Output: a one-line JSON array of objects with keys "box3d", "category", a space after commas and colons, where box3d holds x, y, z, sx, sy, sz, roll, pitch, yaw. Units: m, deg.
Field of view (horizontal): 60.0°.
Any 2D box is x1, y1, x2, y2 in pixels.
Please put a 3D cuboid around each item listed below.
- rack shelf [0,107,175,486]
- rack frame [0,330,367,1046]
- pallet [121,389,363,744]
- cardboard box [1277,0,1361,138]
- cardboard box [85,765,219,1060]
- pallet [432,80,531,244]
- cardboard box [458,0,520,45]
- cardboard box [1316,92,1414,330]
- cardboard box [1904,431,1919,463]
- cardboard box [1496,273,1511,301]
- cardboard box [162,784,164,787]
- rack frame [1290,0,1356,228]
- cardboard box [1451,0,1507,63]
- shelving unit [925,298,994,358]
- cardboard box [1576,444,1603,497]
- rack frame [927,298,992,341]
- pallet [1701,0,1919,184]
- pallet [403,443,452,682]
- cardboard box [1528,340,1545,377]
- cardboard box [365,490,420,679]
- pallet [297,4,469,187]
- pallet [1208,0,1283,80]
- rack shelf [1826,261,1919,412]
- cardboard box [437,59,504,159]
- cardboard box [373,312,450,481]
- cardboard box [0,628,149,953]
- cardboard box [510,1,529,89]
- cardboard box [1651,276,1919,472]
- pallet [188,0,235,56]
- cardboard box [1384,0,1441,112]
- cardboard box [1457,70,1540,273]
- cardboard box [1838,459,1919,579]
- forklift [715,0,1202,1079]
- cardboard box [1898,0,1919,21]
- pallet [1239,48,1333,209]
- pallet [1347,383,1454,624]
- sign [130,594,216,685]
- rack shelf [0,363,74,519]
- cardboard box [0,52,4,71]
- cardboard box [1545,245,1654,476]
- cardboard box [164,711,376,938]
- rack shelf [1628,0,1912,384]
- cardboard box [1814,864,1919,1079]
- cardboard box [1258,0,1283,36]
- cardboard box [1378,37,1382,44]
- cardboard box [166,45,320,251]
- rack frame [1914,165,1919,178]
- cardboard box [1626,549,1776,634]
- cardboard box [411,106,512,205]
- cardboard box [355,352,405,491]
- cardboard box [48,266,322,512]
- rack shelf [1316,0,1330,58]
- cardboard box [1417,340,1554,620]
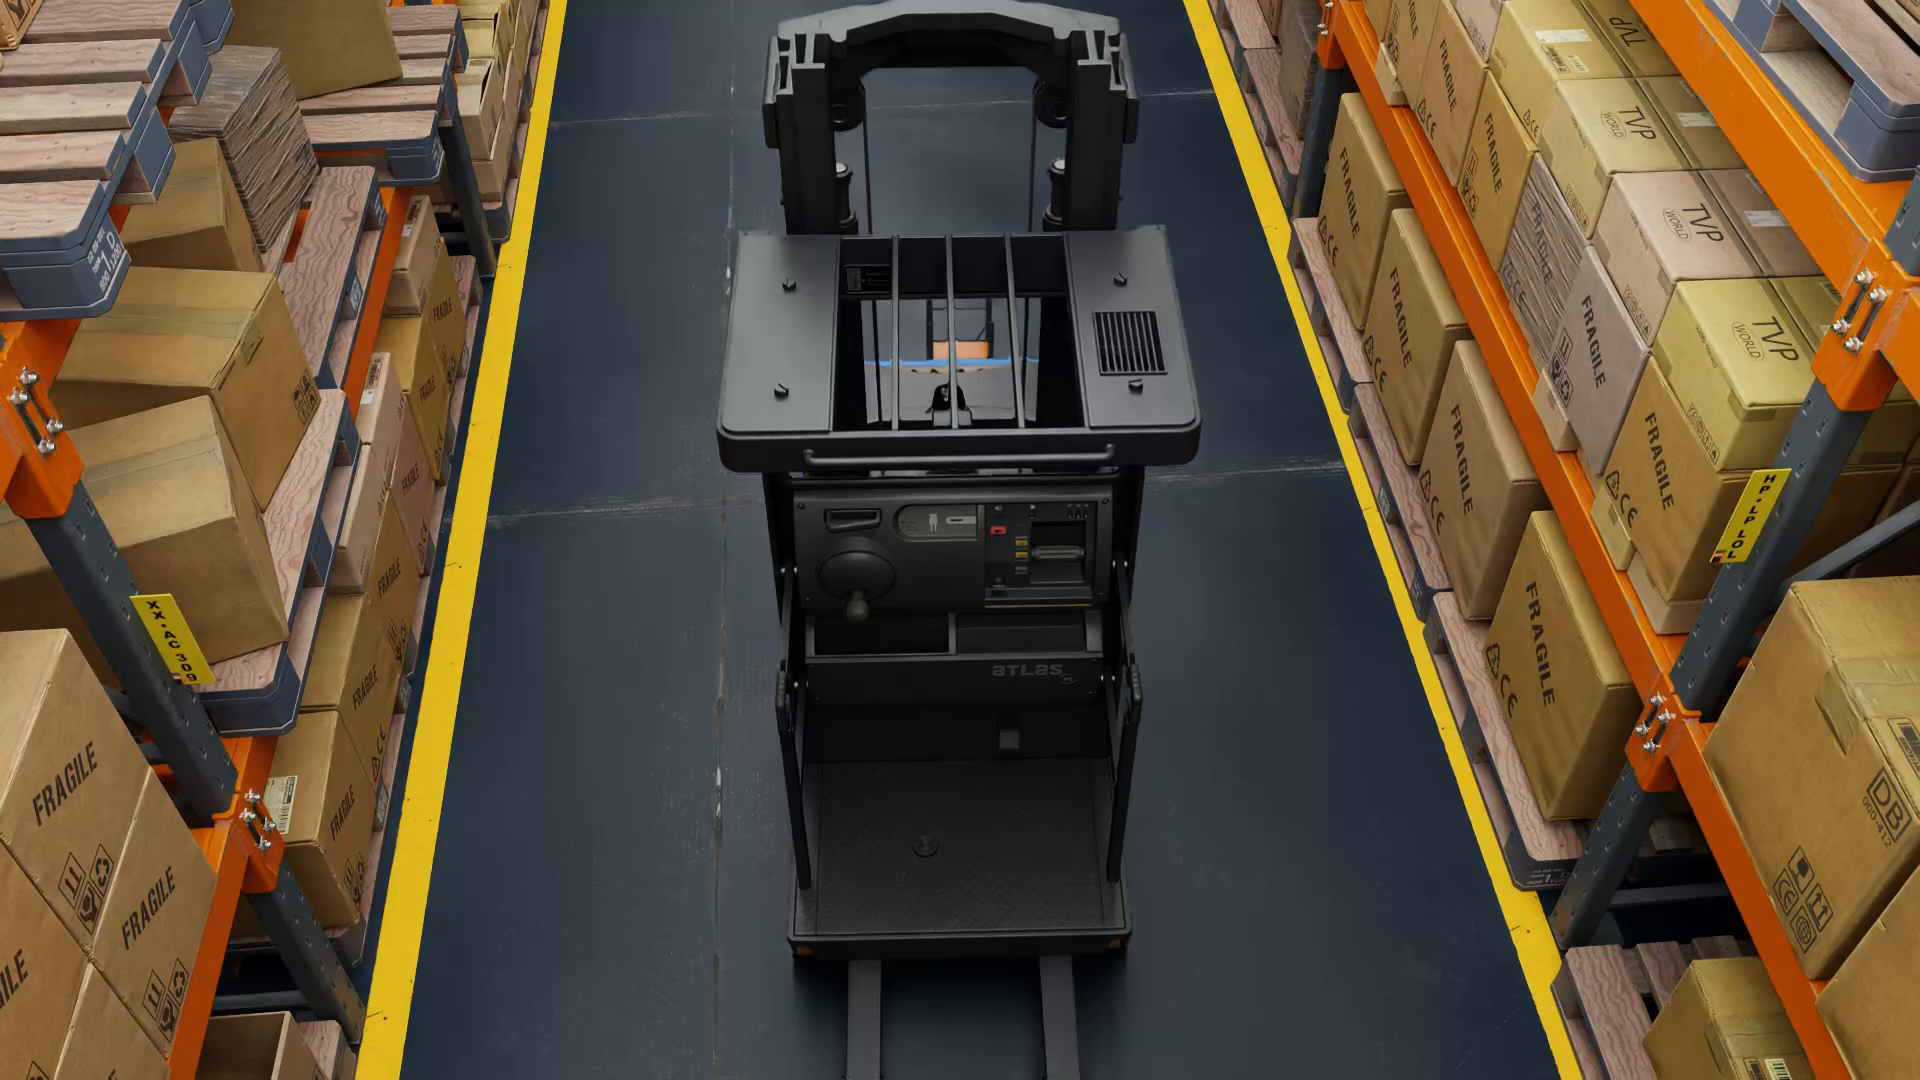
[{"box3d": [-2.599, -1.653, 4.815, 1.077, 0.370, 4.000, -3, 47, -3], "category": "rack shelf"}, {"box3d": [-2.431, 0.578, 4.273, 1.000, 3.000, 0.127, -3, 47, -3], "category": "rack frame"}, {"box3d": [-2.389, 0.059, 4.896, 1.003, 0.211, 1.213, -3, 47, -3], "category": "pallet"}, {"box3d": [2.058, -2.429, 8.540, 0.700, 0.500, 0.500, -3, 47, -3], "category": "cardboard box"}, {"box3d": [-2.134, 0.890, 3.909, 0.500, 0.500, 0.500, -3, 47, -3], "category": "cardboard box"}, {"box3d": [-2.796, -1.955, 8.593, 1.003, 0.211, 1.213, -3, 47, -3], "category": "pallet"}, {"box3d": [-2.610, -2.853, 8.741, 0.500, 0.311, 0.500, -5, 47, -4], "category": "cardboard box"}, {"box3d": [2.101, -1.485, 7.418, 0.750, 0.750, 0.750, -4, 47, -4], "category": "cardboard box"}, {"box3d": [2.726, -0.476, 4.467, 0.500, 0.250, 0.500, -2, 47, -2], "category": "cardboard box"}, {"box3d": [2.121, -0.988, 5.916, 0.380, 0.149, 0.250, -2, 47, -2], "category": "cardboard box"}, {"box3d": [-2.758, 0.947, 5.342, 0.500, 0.500, 0.500, -4, 47, -4], "category": "cardboard box"}, {"box3d": [2.170, -2.620, 7.301, 1.000, 3.000, 0.127, -3, 47, -3], "category": "rack frame"}, {"box3d": [2.042, -1.927, 5.841, 0.500, 0.250, 0.500, -3, 47, -3], "category": "cardboard box"}, {"box3d": [-0.001, -0.440, 6.477, 0.258, 1.200, 0.189, -1, 47, -1], "category": "shelving unit"}, {"box3d": [2.173, -0.245, 5.212, 0.380, 0.149, 0.250, -2, 47, -2], "category": "cardboard box"}, {"box3d": [-0.003, -0.506, 6.540, 0.240, 1.200, 0.006, -1, 47, -1], "category": "rack frame"}, {"box3d": [2.379, -1.352, 4.166, 0.805, 0.209, 1.217, -5, 47, -5], "category": "pallet"}, {"box3d": [-2.642, 0.066, 6.678, 1.003, 0.211, 1.213, -3, 47, -3], "category": "pallet"}, {"box3d": [2.138, -0.613, 5.561, 0.380, 0.149, 0.250, -3, 47, -3], "category": "cardboard box"}, {"box3d": [-2.319, 0.174, 6.074, 0.500, 0.500, 0.500, -3, 47, -3], "category": "cardboard box"}, {"box3d": [-2.640, -1.764, 6.623, 1.213, 0.211, 1.003, -3, 47, -3], "category": "pallet"}, {"box3d": [2.007, -3.107, 9.684, 1.003, 0.211, 1.213, -3, 47, -3], "category": "pallet"}, {"box3d": [2.672, 0.937, 2.362, 1.077, 0.370, 4.000, -3, 47, -3], "category": "rack shelf"}, {"box3d": [-2.517, -2.104, 8.032, 0.500, 0.311, 0.500, -2, 47, -2], "category": "cardboard box"}, {"box3d": [-2.411, -0.571, 6.780, 0.500, 0.500, 0.500, -5, 47, -5], "category": "cardboard box"}, {"box3d": [-2.131, 0.550, 3.542, 0.500, 0.500, 0.500, -3, 47, -3], "category": "cardboard box"}, {"box3d": [-2.610, -2.651, 8.936, 0.500, 0.250, 0.500, -5, 47, -4], "category": "cardboard box"}, {"box3d": [2.211, -0.449, 4.442, 0.500, 0.250, 0.500, -2, 47, -2], "category": "cardboard box"}, {"box3d": [-2.506, -1.615, 4.413, 1.213, 0.211, 1.003, -3, 47, -3], "category": "pallet"}, {"box3d": [1.990, -2.017, 6.443, 0.500, 0.500, 0.500, -2, 47, -2], "category": "cardboard box"}, {"box3d": [2.082, -1.281, 5.747, 0.500, 0.500, 0.500, -2, 47, -2], "category": "cardboard box"}, {"box3d": [2.717, -0.217, 4.739, 0.500, 0.500, 0.500, -5, 47, -5], "category": "cardboard box"}, {"box3d": [-0.011, 0.138, 4.737, 1.130, 2.935, 3.031, -1, 47, -1], "category": "forklift"}, {"box3d": [2.540, -1.586, 3.885, 0.700, 0.500, 0.500, -6, 47, -5], "category": "cardboard box"}, {"box3d": [2.106, -2.226, 8.849, 1.003, 0.211, 1.213, -3, 47, -3], "category": "pallet"}, {"box3d": [2.260, -0.205, 6.935, 1.003, 0.211, 1.213, -3, 47, -3], "category": "pallet"}, {"box3d": [-1.891, 0.242, 3.995, 0.100, 0.325, 0.005, -3, 47, -3], "category": "sign"}, {"box3d": [-2.264, 1.241, 2.075, 1.077, 0.370, 4.000, -3, 47, -3], "category": "rack shelf"}, {"box3d": [-2.400, -1.035, 3.308, 0.600, 0.600, 0.600, -8, 47, -7], "category": "cardboard box"}, {"box3d": [2.162, -0.556, 5.060, 0.500, 0.500, 0.500, -3, 47, -3], "category": "cardboard box"}, {"box3d": [-2.229, 0.922, 5.366, 0.500, 0.500, 0.500, -5, 47, -5], "category": "cardboard box"}, {"box3d": [2.337, -1.957, 5.103, 1.077, 0.370, 4.000, -3, 47, -3], "category": "rack shelf"}, {"box3d": [2.589, 1.093, 3.579, 0.980, 0.700, 0.700, -5, 47, -4], "category": "cardboard box"}, {"box3d": [2.060, -3.167, 9.238, 0.700, 0.500, 0.500, -4, 47, -4], "category": "cardboard box"}, {"box3d": [1.979, -2.105, 6.973, 0.380, 0.149, 0.250, -3, 47, -3], "category": "cardboard box"}, {"box3d": [-2.715, -1.372, 5.762, 0.700, 0.500, 0.500, 4, 47, 4], "category": "cardboard box"}, {"box3d": [2.505, -1.788, 2.382, 1.000, 3.000, 0.127, -3, 47, -3], "category": "rack frame"}, {"box3d": [2.194, 0.127, 4.860, 0.380, 0.149, 0.250, -3, 47, -3], "category": "cardboard box"}, {"box3d": [-2.517, -1.911, 8.235, 0.500, 0.250, 0.500, -4, 47, -3], "category": "cardboard box"}, {"box3d": [-2.355, -0.423, 6.123, 0.500, 0.250, 0.500, -4, 47, -4], "category": "cardboard box"}, {"box3d": [-2.369, -0.451, 4.889, 0.700, 0.500, 0.500, 3, 47, 3], "category": "cardboard box"}, {"box3d": [2.002, -3.819, 8.933, 1.077, 0.370, 4.000, -3, 47, -3], "category": "rack shelf"}, {"box3d": [2.243, -0.236, 6.235, 0.750, 0.750, 0.750, -2, 47, -2], "category": "cardboard box"}]
